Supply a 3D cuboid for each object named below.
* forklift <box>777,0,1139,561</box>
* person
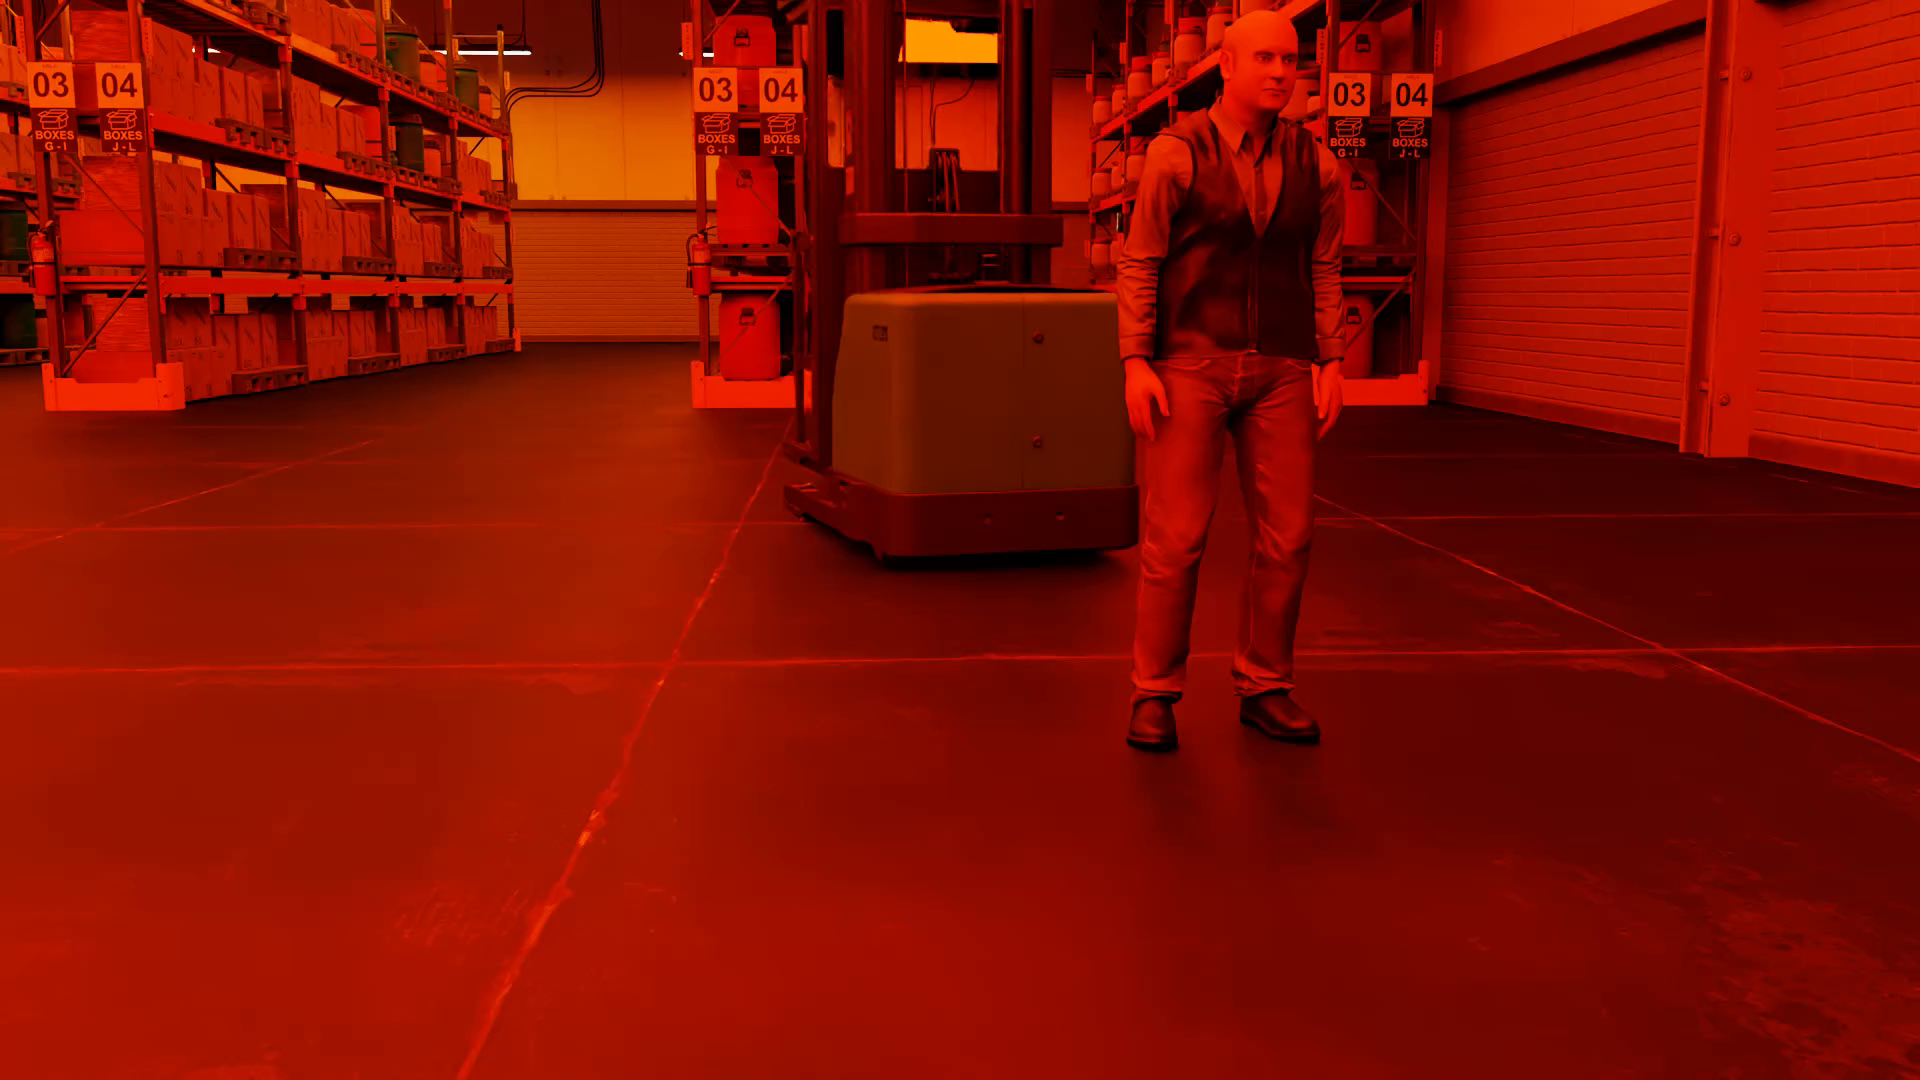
[{"bbox_3d":[-0.216,-1.545,7.736,1.130,2.935,3.031,-3,9,-18],"label":"forklift"},{"bbox_3d":[0.659,-0.382,4.031,0.579,1.719,0.426,-2,9,-12],"label":"person"}]
